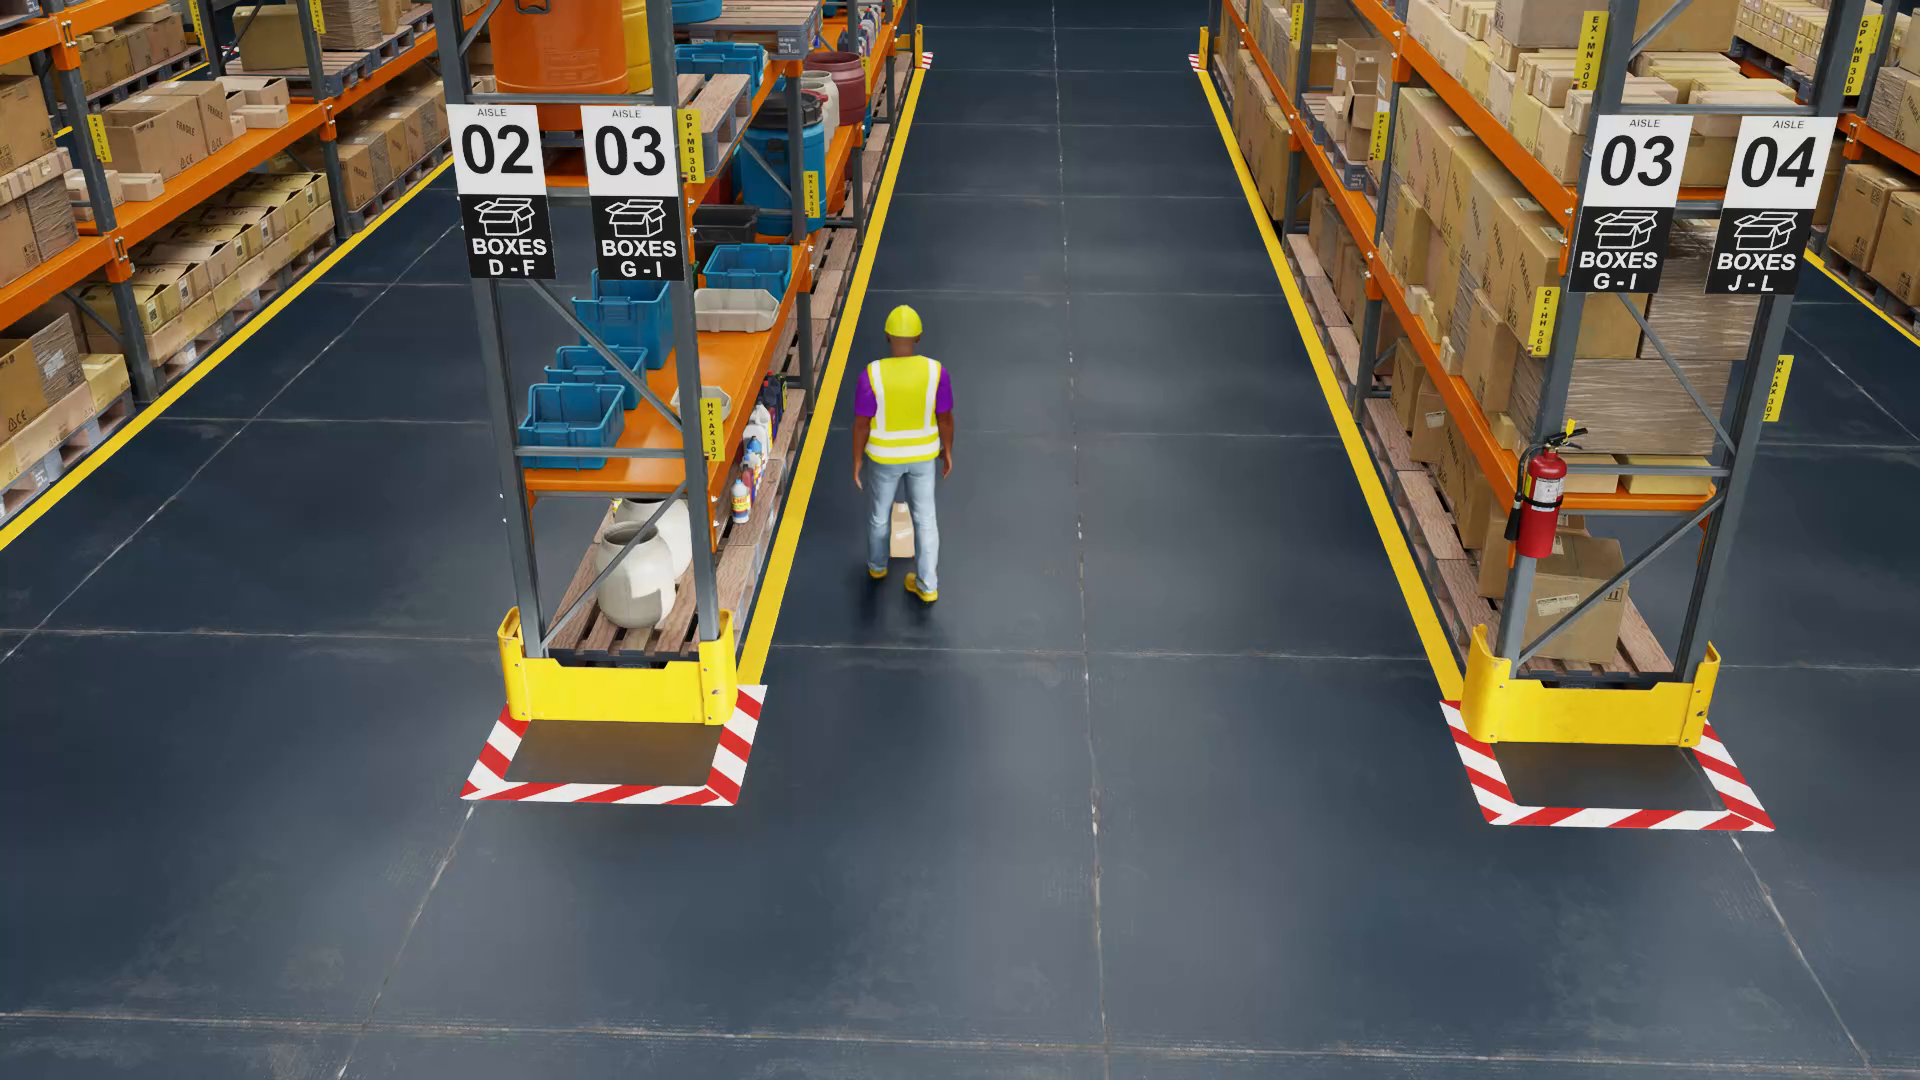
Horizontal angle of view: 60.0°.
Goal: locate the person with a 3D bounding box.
[{"bbox_3d":[-0.347,-0.538,9.612,0.592,1.761,0.667,-5,28,-9],"label":"person"}]
